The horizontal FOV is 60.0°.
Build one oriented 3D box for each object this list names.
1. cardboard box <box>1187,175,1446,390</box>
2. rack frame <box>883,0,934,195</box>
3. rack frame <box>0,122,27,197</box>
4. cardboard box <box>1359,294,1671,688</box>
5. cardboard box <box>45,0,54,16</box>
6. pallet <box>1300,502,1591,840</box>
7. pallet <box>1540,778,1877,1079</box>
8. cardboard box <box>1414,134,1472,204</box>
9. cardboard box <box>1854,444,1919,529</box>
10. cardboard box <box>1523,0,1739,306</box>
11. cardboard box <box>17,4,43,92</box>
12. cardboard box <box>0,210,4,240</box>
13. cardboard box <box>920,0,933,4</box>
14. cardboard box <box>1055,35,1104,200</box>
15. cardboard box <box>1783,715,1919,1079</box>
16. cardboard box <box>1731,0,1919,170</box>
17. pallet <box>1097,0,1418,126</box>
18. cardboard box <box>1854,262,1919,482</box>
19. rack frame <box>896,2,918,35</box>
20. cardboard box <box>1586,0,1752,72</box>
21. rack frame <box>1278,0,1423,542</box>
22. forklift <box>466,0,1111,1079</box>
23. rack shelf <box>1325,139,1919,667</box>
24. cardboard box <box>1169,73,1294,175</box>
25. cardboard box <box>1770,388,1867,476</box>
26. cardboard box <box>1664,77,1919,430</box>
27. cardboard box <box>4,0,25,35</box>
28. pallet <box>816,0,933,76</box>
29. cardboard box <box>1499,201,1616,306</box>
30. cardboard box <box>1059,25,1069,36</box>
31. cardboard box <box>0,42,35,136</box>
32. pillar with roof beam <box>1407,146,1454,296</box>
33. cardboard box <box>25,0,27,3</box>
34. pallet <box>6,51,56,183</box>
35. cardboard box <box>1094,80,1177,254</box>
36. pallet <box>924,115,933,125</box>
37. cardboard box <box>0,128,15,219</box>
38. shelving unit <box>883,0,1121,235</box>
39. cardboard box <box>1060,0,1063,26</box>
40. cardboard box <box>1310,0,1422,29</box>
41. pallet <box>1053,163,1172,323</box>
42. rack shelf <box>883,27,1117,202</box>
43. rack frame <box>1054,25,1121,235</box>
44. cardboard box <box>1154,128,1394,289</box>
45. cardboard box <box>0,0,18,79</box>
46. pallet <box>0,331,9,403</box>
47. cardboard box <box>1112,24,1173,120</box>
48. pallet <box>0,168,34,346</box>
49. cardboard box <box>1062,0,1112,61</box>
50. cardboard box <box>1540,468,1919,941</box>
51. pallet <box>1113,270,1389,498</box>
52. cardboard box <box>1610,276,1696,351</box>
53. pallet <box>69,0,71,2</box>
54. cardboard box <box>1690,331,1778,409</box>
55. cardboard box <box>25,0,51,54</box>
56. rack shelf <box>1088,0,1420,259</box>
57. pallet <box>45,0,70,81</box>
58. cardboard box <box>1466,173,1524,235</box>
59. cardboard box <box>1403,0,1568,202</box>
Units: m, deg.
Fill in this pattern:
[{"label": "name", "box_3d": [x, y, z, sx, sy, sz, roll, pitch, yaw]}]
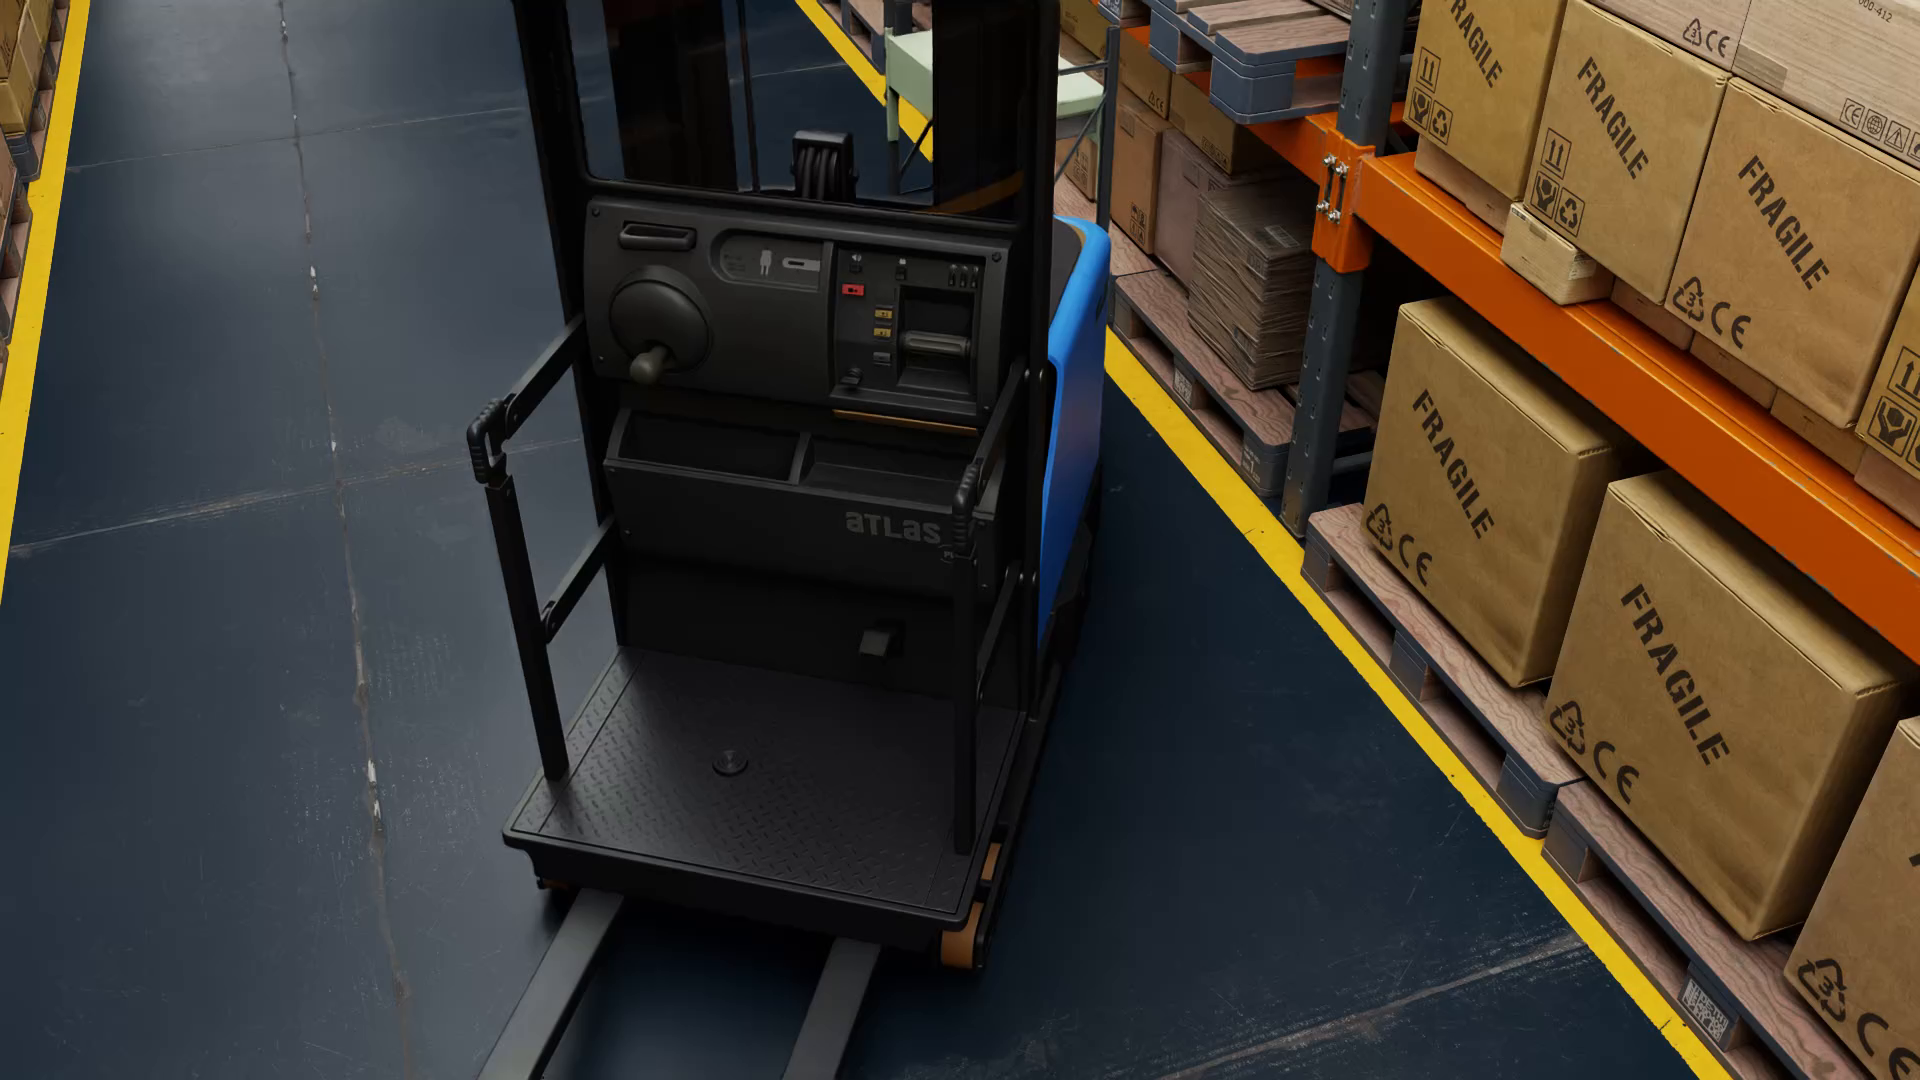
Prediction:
[{"label": "cardboard box", "box_3d": [1.216, -0.905, 5.670, 0.700, 0.500, 0.500, -12, 39, -15]}, {"label": "rack frame", "box_3d": [-0.052, -1.190, 5.584, 0.400, 1.500, 0.023, -16, 40, -20]}, {"label": "rack frame", "box_3d": [-4.513, -2.563, 6.160, 1.000, 3.000, 0.127, -12, 39, -16]}, {"label": "cardboard box", "box_3d": [1.643, -0.198, 4.458, 0.750, 0.750, 0.750, -13, 39, -17]}, {"label": "cardboard box", "box_3d": [-4.900, -2.806, 8.418, 0.500, 0.250, 0.500, -12, 39, -16]}, {"label": "pallet", "box_3d": [1.714, 0.243, 4.752, 1.003, 0.211, 1.213, -12, 39, -16]}, {"label": "pallet", "box_3d": [2.130, 0.931, 3.838, 1.003, 0.211, 1.213, -12, 39, -16]}, {"label": "cardboard box", "box_3d": [1.409, -1.005, 4.284, 0.380, 0.149, 0.250, -13, 39, -17]}, {"label": "cardboard box", "box_3d": [1.947, -0.141, 3.136, 0.380, 0.149, 0.250, -12, 39, -16]}, {"label": "cardboard box", "box_3d": [1.612, -0.873, 3.569, 0.500, 0.500, 0.500, -11, 38, -14]}, {"label": "cardboard box", "box_3d": [-4.555, -2.241, 7.669, 0.500, 0.250, 0.500, -12, 39, -16]}, {"label": "cardboard box", "box_3d": [-3.926, -1.173, 6.250, 0.500, 0.250, 0.500, -13, 39, -17]}, {"label": "cardboard box", "box_3d": [-0.076, -2.931, 8.638, 0.380, 0.166, 0.250, -18, 40, -22]}, {"label": "cardboard box", "box_3d": [0.768, -1.778, 6.829, 0.700, 0.500, 0.500, -12, 39, -15]}, {"label": "cardboard box", "box_3d": [2.235, 0.777, 3.163, 0.750, 0.750, 0.750, -11, 38, -15]}, {"label": "cardboard box", "box_3d": [1.789, -0.903, 2.985, 0.500, 0.250, 0.500, -12, 39, -16]}, {"label": "pallet", "box_3d": [1.168, -1.635, 5.088, 1.213, 0.211, 1.003, -12, 39, -16]}, {"label": "cardboard box", "box_3d": [1.968, -0.300, 2.808, 0.500, 0.500, 0.500, -11, 38, -15]}, {"label": "rack frame", "box_3d": [0.137, -3.591, 7.525, 1.000, 3.000, 0.127, -12, 39, -16]}, {"label": "cardboard box", "box_3d": [1.613, -1.185, 3.359, 0.500, 0.250, 0.500, -13, 39, -17]}, {"label": "rack frame", "box_3d": [1.513, -1.332, 4.525, 1.000, 3.000, 0.127, -12, 39, -16]}, {"label": "forklift", "box_3d": [-0.408, -0.419, 3.370, 1.130, 2.935, 3.031, 8, 38, 11]}, {"label": "rack shelf", "box_3d": [2.201, 0.086, 3.241, 1.077, 0.370, 4.000, -12, 39, -16]}, {"label": "cardboard box", "box_3d": [1.079, -1.539, 5.889, 0.500, 0.250, 0.500, -12, 39, -15]}, {"label": "cardboard box", "box_3d": [1.878, -0.284, 3.326, 0.380, 0.149, 0.250, -12, 39, -15]}, {"label": "cardboard box", "box_3d": [1.781, -0.593, 3.197, 0.500, 0.500, 0.500, -13, 39, -16]}, {"label": "cardboard box", "box_3d": [-4.558, -2.540, 7.442, 0.500, 0.500, 0.500, -12, 39, -16]}, {"label": "pallet", "box_3d": [-0.128, -2.849, 8.858, 1.003, 0.211, 1.213, -12, 39, -16]}, {"label": "cardboard box", "box_3d": [1.500, -0.693, 3.870, 0.380, 0.149, 0.250, -11, 38, -15]}, {"label": "cardboard box", "box_3d": [0.631, -2.075, 7.223, 0.700, 0.500, 0.500, -13, 39, -17]}, {"label": "cardboard box", "box_3d": [-4.388, -1.958, 7.292, 0.500, 0.250, 0.500, -12, 39, -16]}, {"label": "pillar with roof beam", "box_3d": [-2.164, -3.750, 2.749, 9.100, 9.000, 0.400, -12, 39, -16]}, {"label": "cardboard box", "box_3d": [-4.723, -2.824, 7.819, 0.500, 0.500, 0.500, -12, 39, -16]}, {"label": "pallet", "box_3d": [-4.747, -1.908, 7.607, 1.003, 0.211, 1.213, -12, 39, -16]}, {"label": "cardboard box", "box_3d": [0.951, -1.495, 6.453, 0.700, 0.500, 0.500, -13, 39, -16]}, {"label": "pallet", "box_3d": [0.406, -2.038, 7.780, 1.003, 0.211, 1.213, -12, 39, -16]}, {"label": "cardboard box", "box_3d": [-4.098, -1.459, 6.630, 0.500, 0.250, 0.500, -13, 39, -16]}, {"label": "shelving unit", "box_3d": [0.108, -0.992, 5.321, 0.431, 1.500, 0.755, -16, 40, -20]}, {"label": "cardboard box", "box_3d": [0.560, -2.408, 7.042, 0.500, 0.250, 0.500, -13, 39, -17]}, {"label": "cardboard box", "box_3d": [1.342, -1.811, 4.712, 0.700, 0.500, 0.500, -17, 40, -21]}, {"label": "pallet", "box_3d": [0.830, -1.348, 6.864, 1.003, 0.211, 1.213, -12, 39, -16]}, {"label": "rack shelf", "box_3d": [0.108, -1.304, 5.086, 0.431, 0.370, 0.720, -16, 40, -20]}, {"label": "rack frame", "box_3d": [0.267, -0.794, 5.057, 0.400, 1.500, 0.023, -16, 40, -20]}, {"label": "cardboard box", "box_3d": [1.148, -1.220, 6.088, 0.700, 0.500, 0.500, -13, 39, -16]}, {"label": "cardboard box", "box_3d": [-4.379, -2.259, 7.069, 0.500, 0.500, 0.500, -12, 39, -16]}, {"label": "pallet", "box_3d": [-3.799, -0.351, 5.541, 1.003, 0.211, 1.213, -12, 39, -16]}, {"label": "cardboard box", "box_3d": [0.897, -1.829, 6.273, 0.500, 0.250, 0.500, -13, 39, -16]}, {"label": "pallet", "box_3d": [-4.223, -1.042, 6.457, 1.003, 0.211, 1.213, -12, 39, -16]}, {"label": "cardboard box", "box_3d": [0.743, -2.114, 6.653, 0.500, 0.250, 0.500, -14, 39, -17]}, {"label": "cardboard box", "box_3d": [1.939, 0.298, 3.799, 0.750, 0.750, 0.750, -13, 39, -16]}, {"label": "pallet", "box_3d": [1.246, -0.660, 5.950, 1.003, 0.211, 1.213, -12, 39, -16]}, {"label": "cardboard box", "box_3d": [1.702, -0.577, 3.715, 0.380, 0.149, 0.250, -13, 39, -16]}, {"label": "pallet", "box_3d": [-5.587, -3.286, 9.437, 1.003, 0.211, 1.213, -12, 39, -16]}, {"label": "cardboard box", "box_3d": [1.799, -0.432, 3.523, 0.380, 0.149, 0.250, -12, 39, -15]}, {"label": "cardboard box", "box_3d": [-4.723, -2.525, 8.045, 0.500, 0.250, 0.500, -12, 39, -16]}, {"label": "rack shelf", "box_3d": [0.825, -2.174, 6.241, 1.077, 0.370, 4.000, -12, 39, -16]}, {"label": "pallet", "box_3d": [-5.171, -2.598, 8.524, 1.003, 0.211, 1.213, -12, 39, -16]}, {"label": "cardboard box", "box_3d": [1.488, -0.861, 4.092, 0.380, 0.149, 0.250, -12, 39, -15]}, {"label": "cardboard box", "box_3d": [1.440, -1.171, 3.964, 0.500, 0.500, 0.500, -11, 38, -15]}]
